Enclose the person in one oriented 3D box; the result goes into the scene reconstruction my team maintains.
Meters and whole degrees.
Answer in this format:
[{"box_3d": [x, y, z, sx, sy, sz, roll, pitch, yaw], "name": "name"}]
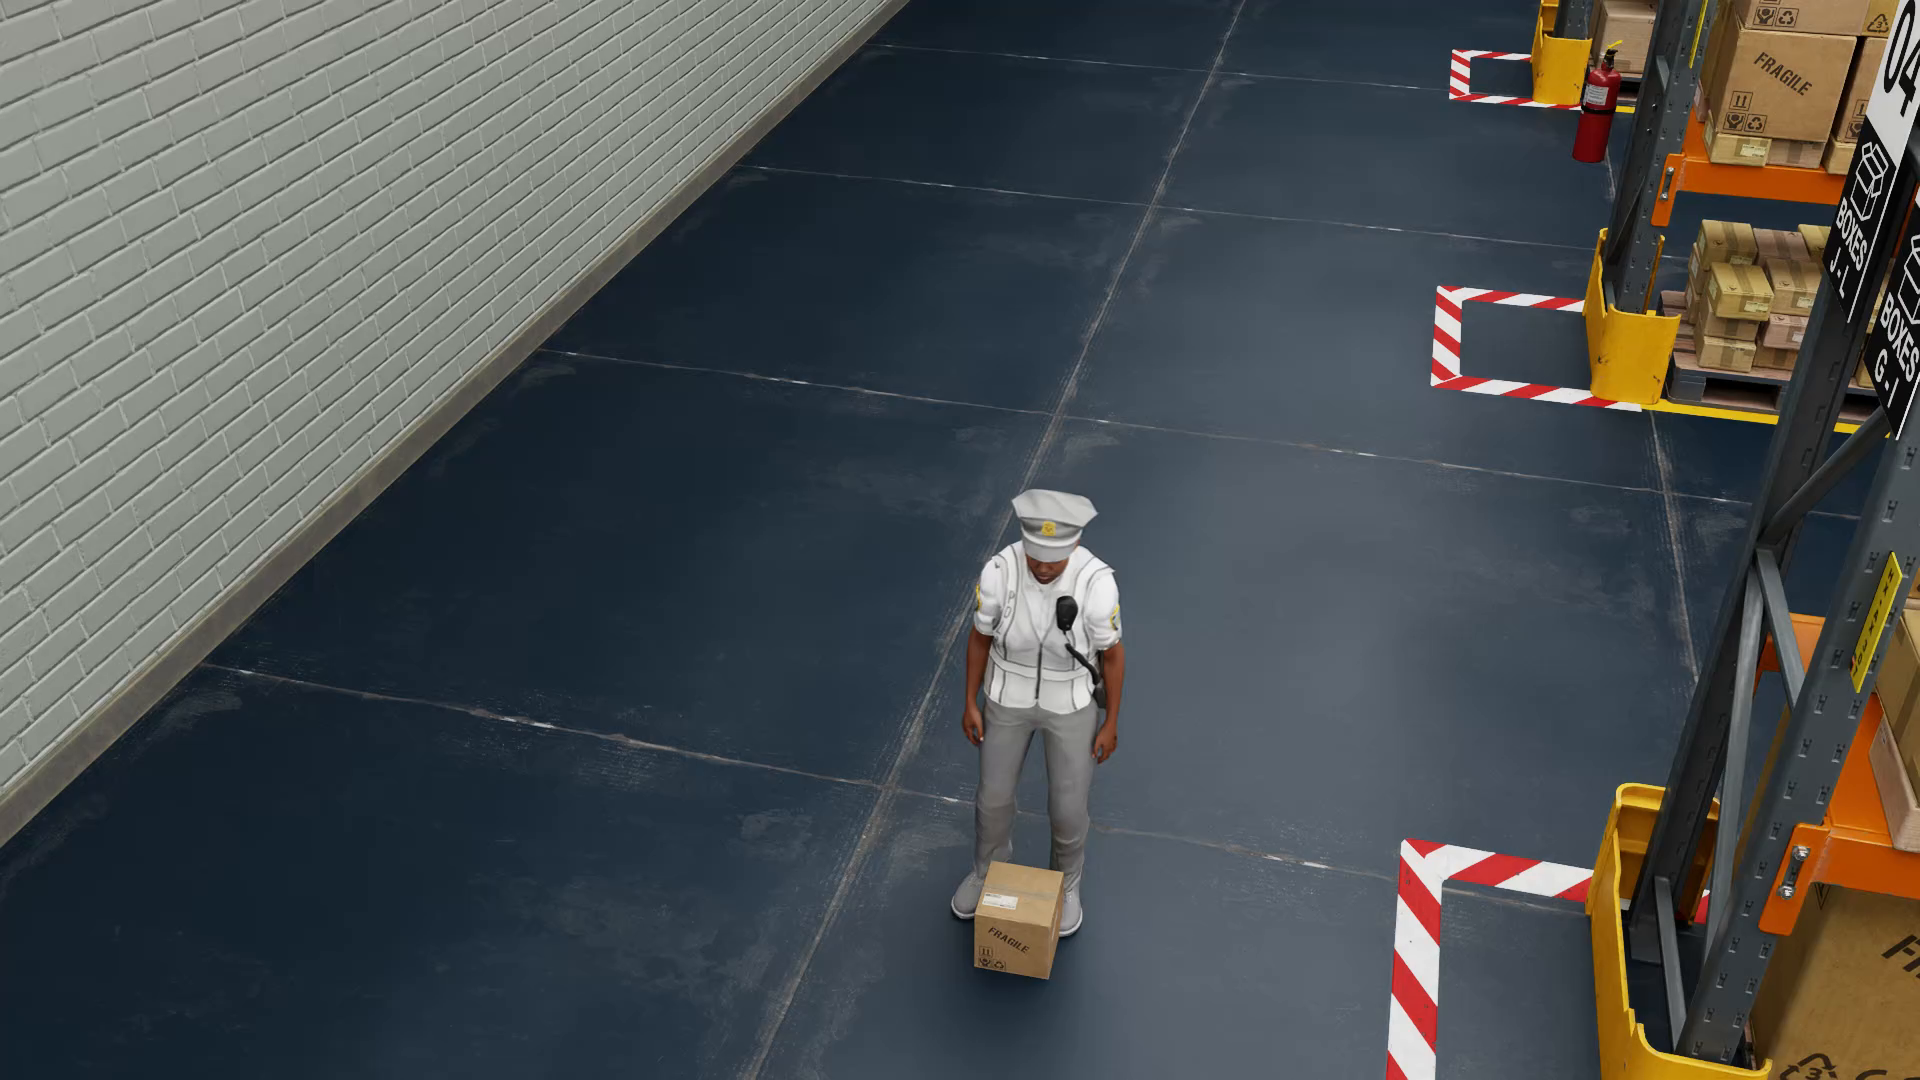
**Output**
[{"box_3d": [0.250, 0.541, 5.305, 0.527, 1.662, 0.393, 7, 34, 11], "name": "person"}]
